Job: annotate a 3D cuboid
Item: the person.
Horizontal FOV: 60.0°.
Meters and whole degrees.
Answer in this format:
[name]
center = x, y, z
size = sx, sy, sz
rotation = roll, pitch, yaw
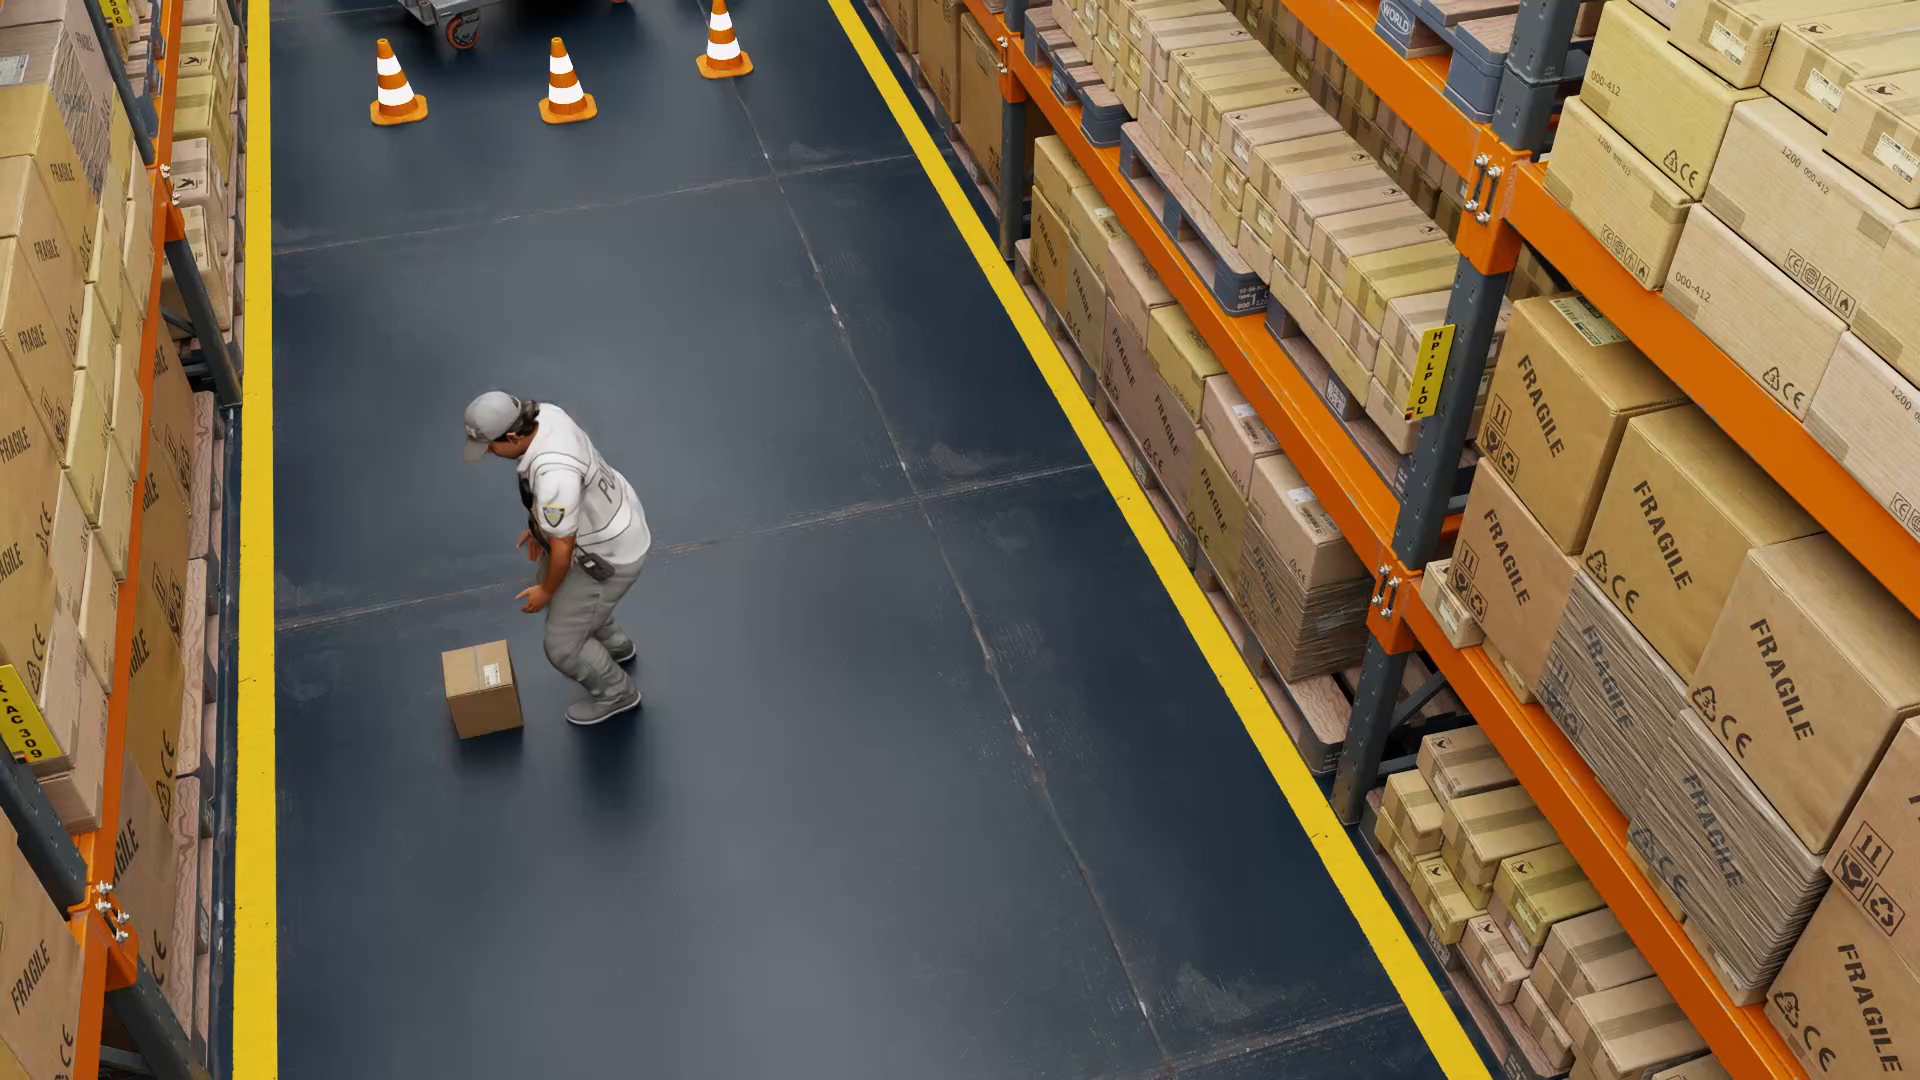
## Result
[person]
center = -1.450, 0.049, 6.207
size = 0.591, 1.541, 0.519
rotation = -11, 44, -12
